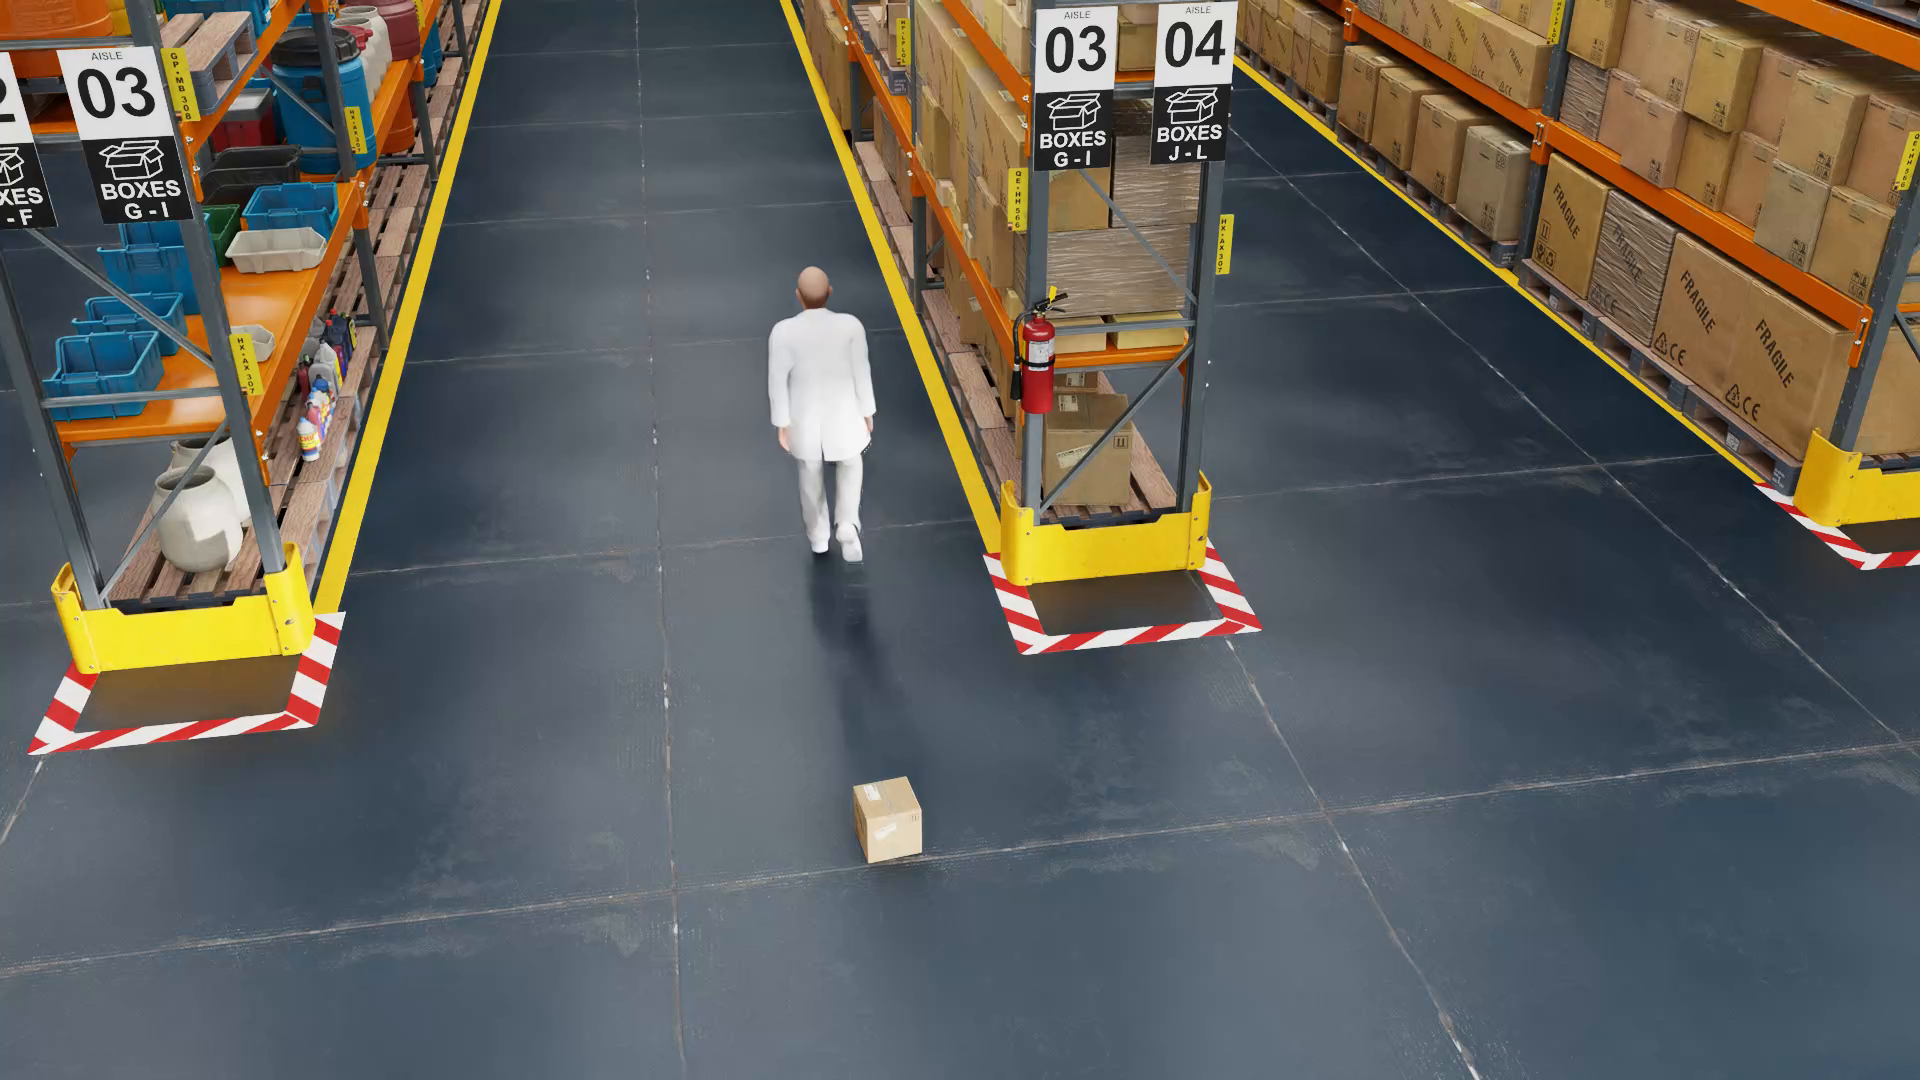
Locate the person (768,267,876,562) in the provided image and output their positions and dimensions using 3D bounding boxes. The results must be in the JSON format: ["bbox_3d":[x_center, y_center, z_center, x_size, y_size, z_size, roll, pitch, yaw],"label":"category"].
[{"bbox_3d":[-0.760,-0.686,9.280,0.591,1.761,0.731,-3,30,-5],"label":"person"}]
